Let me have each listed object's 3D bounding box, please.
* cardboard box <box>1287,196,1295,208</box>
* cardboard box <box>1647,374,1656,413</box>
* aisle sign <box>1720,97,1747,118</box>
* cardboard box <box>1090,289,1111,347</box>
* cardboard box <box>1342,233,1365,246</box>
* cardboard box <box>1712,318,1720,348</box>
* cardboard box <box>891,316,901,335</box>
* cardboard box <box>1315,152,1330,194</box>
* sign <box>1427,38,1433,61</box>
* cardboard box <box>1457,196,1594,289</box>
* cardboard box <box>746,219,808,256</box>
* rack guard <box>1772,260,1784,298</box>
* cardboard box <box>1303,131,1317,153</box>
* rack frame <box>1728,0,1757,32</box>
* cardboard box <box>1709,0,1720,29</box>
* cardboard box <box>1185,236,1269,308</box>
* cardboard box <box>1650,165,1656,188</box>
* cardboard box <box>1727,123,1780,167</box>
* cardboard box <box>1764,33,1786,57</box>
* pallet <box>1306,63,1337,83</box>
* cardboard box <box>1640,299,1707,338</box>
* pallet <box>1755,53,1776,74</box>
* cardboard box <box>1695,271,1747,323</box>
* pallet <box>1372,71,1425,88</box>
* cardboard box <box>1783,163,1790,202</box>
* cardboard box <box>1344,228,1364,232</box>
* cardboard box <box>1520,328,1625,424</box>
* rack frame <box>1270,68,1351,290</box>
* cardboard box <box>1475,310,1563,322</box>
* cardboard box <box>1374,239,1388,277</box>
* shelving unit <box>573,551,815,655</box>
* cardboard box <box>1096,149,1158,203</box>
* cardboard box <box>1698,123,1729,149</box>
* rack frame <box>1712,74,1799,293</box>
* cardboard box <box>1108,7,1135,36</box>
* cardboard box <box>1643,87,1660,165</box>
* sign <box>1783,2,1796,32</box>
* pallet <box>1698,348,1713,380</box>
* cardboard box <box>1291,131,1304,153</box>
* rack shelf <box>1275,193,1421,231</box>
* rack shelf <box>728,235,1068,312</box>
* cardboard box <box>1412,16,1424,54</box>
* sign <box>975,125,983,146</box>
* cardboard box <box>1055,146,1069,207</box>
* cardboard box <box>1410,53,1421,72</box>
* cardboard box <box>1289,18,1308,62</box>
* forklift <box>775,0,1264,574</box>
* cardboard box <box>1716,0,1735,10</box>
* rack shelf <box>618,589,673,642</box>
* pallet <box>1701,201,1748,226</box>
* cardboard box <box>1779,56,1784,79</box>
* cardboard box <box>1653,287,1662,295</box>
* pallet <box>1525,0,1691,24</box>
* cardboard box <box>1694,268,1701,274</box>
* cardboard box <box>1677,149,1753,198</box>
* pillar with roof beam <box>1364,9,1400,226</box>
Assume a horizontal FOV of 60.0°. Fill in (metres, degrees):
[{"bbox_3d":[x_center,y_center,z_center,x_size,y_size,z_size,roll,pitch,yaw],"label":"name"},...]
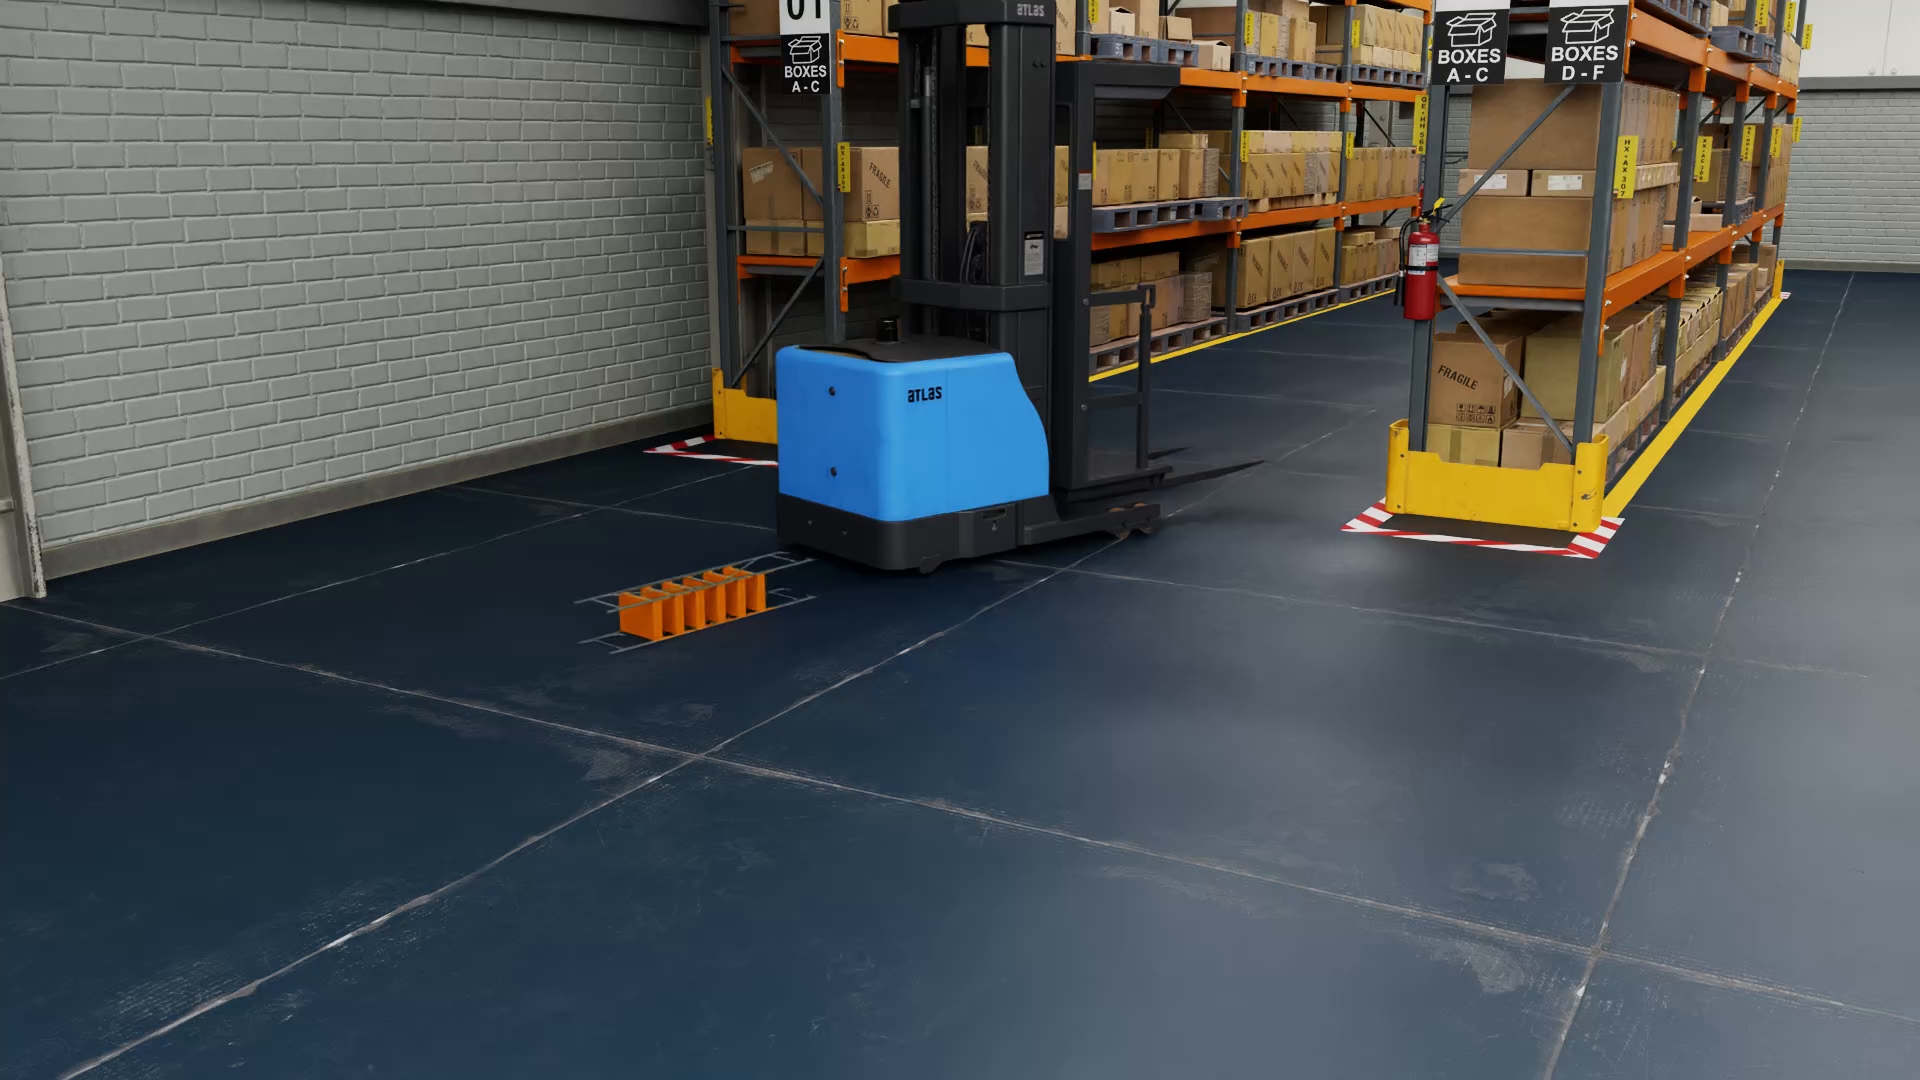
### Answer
[{"bbox_3d":[3.832,-4.099,20.128,0.380,0.149,0.250,8,16,30],"label":"cardboard box"},{"bbox_3d":[4.726,-1.066,12.025,0.500,0.250,0.500,7,15,28],"label":"cardboard box"},{"bbox_3d":[10.586,-6.193,22.773,0.394,0.787,0.004,7,15,28],"label":"aisle sign"},{"bbox_3d":[1.012,-2.132,15.870,0.700,0.500,0.500,8,16,30],"label":"cardboard box"},{"bbox_3d":[5.315,-4.117,22.764,0.380,0.149,0.250,8,16,30],"label":"cardboard box"},{"bbox_3d":[6.902,-1.972,15.785,0.500,0.250,0.500,8,16,29],"label":"cardboard box"},{"bbox_3d":[-0.176,-1.552,13.465,0.700,0.500,0.500,6,15,25],"label":"cardboard box"},{"bbox_3d":[4.298,-4.595,20.804,0.500,0.500,0.500,8,15,28],"label":"cardboard box"},{"bbox_3d":[6.940,-7.228,24.494,0.100,0.325,0.005,7,15,28],"label":"sign"},{"bbox_3d":[3.312,-1.742,9.645,0.700,0.500,0.500,7,15,28],"label":"cardboard box"},{"bbox_3d":[-1.207,-2.214,12.095,0.500,0.250,0.500,8,16,29],"label":"cardboard box"},{"bbox_3d":[10.773,-3.651,23.110,1.175,0.500,0.348,7,15,28],"label":"rack guard"},{"bbox_3d":[4.034,-4.856,20.284,0.500,0.250,0.500,8,16,29],"label":"cardboard box"},{"bbox_3d":[6.943,-6.157,15.371,1.000,3.000,0.127,7,15,28],"label":"rack frame"},{"bbox_3d":[6.249,-4.505,14.342,0.500,0.250,0.500,7,15,27],"label":"cardboard box"},{"bbox_3d":[3.075,-3.096,19.166,0.750,0.750,0.750,7,15,27],"label":"cardboard box"},{"bbox_3d":[4.450,-2.443,11.170,0.380,0.149,0.250,8,16,30],"label":"cardboard box"},{"bbox_3d":[9.351,-4.660,19.618,0.500,0.500,0.500,8,16,29],"label":"cardboard box"},{"bbox_3d":[9.329,-5.761,19.382,0.500,0.250,0.500,7,15,28],"label":"cardboard box"},{"bbox_3d":[4.138,-5.793,20.670,0.805,0.209,1.217,7,15,26],"label":"pallet"},{"bbox_3d":[6.169,-1.932,14.421,0.500,0.311,0.500,8,16,30],"label":"cardboard box"},{"bbox_3d":[8.001,-5.089,17.742,1.213,0.211,1.003,7,15,28],"label":"pallet"},{"bbox_3d":[8.156,-2.618,17.888,0.500,0.500,0.500,7,15,26],"label":"cardboard box"},{"bbox_3d":[6.122,-6.704,24.229,1.003,0.211,1.213,7,15,28],"label":"pallet"},{"bbox_3d":[10.832,-4.807,22.361,0.500,0.500,0.500,8,16,30],"label":"cardboard box"},{"bbox_3d":[5.619,-4.432,24.071,0.380,0.149,0.250,8,16,29],"label":"cardboard box"},{"bbox_3d":[3.769,-1.019,10.229,0.500,0.500,0.500,7,15,28],"label":"cardboard box"},{"bbox_3d":[4.538,-4.621,21.803,1.000,3.000,0.127,7,15,28],"label":"rack frame"},{"bbox_3d":[3.788,-1.284,11.330,0.500,0.500,0.500,7,15,28],"label":"cardboard box"},{"bbox_3d":[5.737,-4.070,23.954,0.700,0.500,0.500,7,15,26],"label":"cardboard box"},{"bbox_3d":[-1.172,0.270,7.502,0.258,0.189,1.200,12,18,40],"label":"shelving unit"},{"bbox_3d":[1.514,-3.596,16.396,0.700,0.500,0.500,10,17,36],"label":"cardboard box"},{"bbox_3d":[8.894,-4.729,19.901,0.500,0.500,0.500,7,15,28],"label":"cardboard box"},{"bbox_3d":[10.810,-4.882,22.882,1.000,3.000,0.127,7,15,28],"label":"rack frame"},{"bbox_3d":[1.303,-4.829,15.556,0.500,0.311,0.500,8,16,30],"label":"cardboard box"},{"bbox_3d":[4.314,-2.801,11.269,0.700,0.500,0.500,7,15,28],"label":"cardboard box"},{"bbox_3d":[9.364,-5.900,18.762,0.100,0.325,0.005,7,15,28],"label":"sign"},{"bbox_3d":[6.511,-1.720,15.718,1.003,0.211,1.213,7,15,28],"label":"pallet"},{"bbox_3d":[3.788,-4.751,19.850,0.500,0.250,0.500,7,15,27],"label":"cardboard box"},{"bbox_3d":[5.505,-4.682,23.589,1.077,0.370,4.000,7,15,28],"label":"rack shelf"},{"bbox_3d":[-0.296,-2.220,13.377,1.077,0.370,4.000,7,15,28],"label":"rack shelf"},{"bbox_3d":[6.357,-7.264,23.973,0.500,0.500,0.500,7,15,28],"label":"cardboard box"},{"bbox_3d":[0.183,-3.605,15.117,0.100,0.325,0.005,7,15,28],"label":"sign"},{"bbox_3d":[0.713,-3.149,14.374,0.500,0.500,0.500,7,15,28],"label":"cardboard box"},{"bbox_3d":[6.350,-6.900,24.064,0.500,0.250,0.500,8,16,30],"label":"cardboard box"},{"bbox_3d":[3.804,-6.052,20.186,0.700,0.500,0.500,7,15,27],"label":"cardboard box"},{"bbox_3d":[0.478,-1.520,9.086,3.031,2.935,1.130,-11,18,-39],"label":"forklift"},{"bbox_3d":[7.159,-5.322,15.962,0.500,0.500,0.500,7,15,28],"label":"cardboard box"},{"bbox_3d":[-1.379,0.325,7.271,0.258,0.180,0.103,12,18,40],"label":"rack shelf"},{"bbox_3d":[7.209,-3.294,16.706,1.213,0.211,1.003,7,15,28],"label":"pallet"},{"bbox_3d":[9.328,-5.518,19.441,0.500,0.250,0.500,7,15,28],"label":"cardboard box"},{"bbox_3d":[6.432,-2.306,15.973,0.500,0.311,0.500,8,16,30],"label":"cardboard box"},{"bbox_3d":[4.029,-3.408,10.556,1.003,0.211,1.213,7,15,28],"label":"pallet"},{"bbox_3d":[7.933,-2.776,18.541,0.500,0.500,0.500,8,15,29],"label":"cardboard box"},{"bbox_3d":[8.076,-3.944,17.884,0.700,0.500,0.500,3,14,14],"label":"cardboard box"},{"bbox_3d":[10.789,-8.523,25.185,9.100,9.000,0.400,7,15,28],"label":"pillar with roof beam"}]
